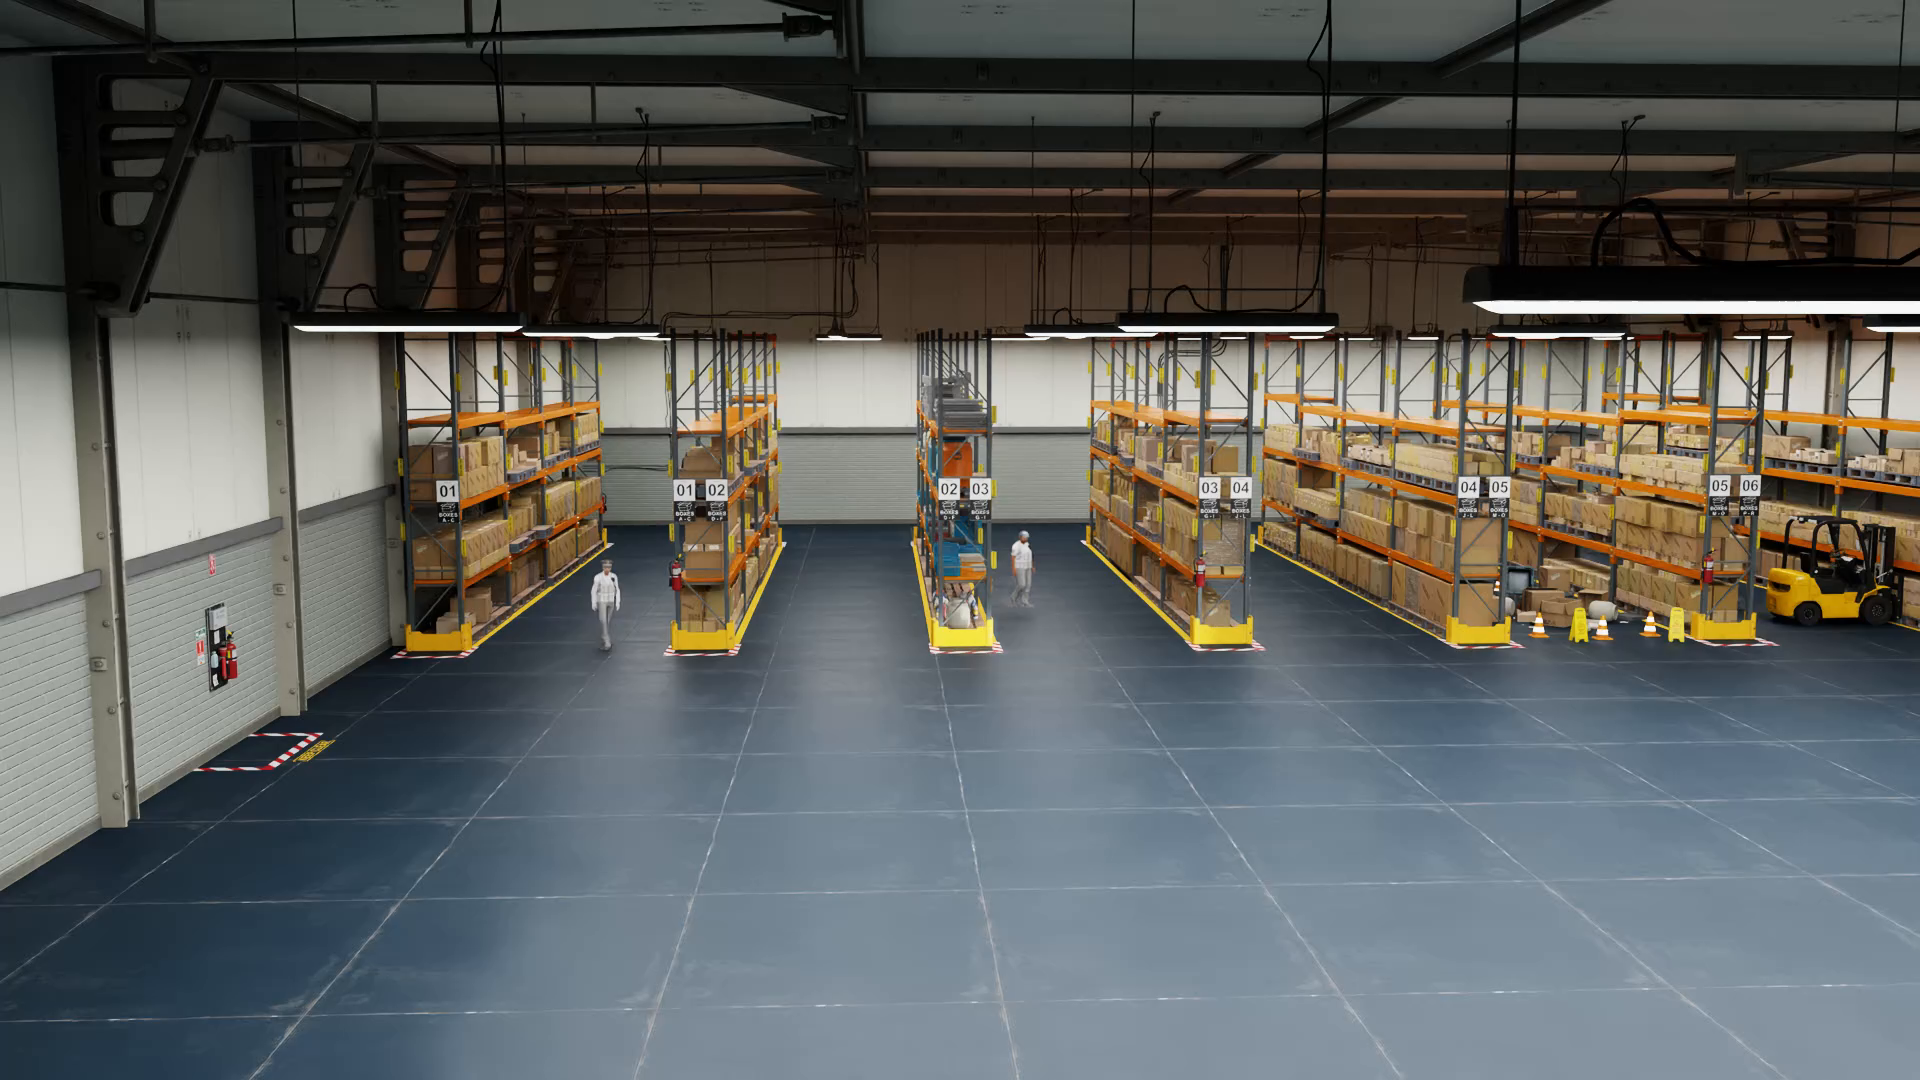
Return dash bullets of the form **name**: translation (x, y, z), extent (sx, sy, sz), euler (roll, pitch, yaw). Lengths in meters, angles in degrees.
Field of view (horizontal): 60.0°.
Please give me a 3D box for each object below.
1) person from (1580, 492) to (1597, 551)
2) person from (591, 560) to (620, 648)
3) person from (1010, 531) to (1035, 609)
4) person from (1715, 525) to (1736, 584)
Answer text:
- **person**: translation (17.385, -0.496, 45.799), extent (0.451, 1.681, 0.579), euler (-5, 8, -37)
- **person**: translation (-6.695, 1.182, 31.527), extent (0.508, 1.619, 0.952), euler (-5, 9, -38)
- **person**: translation (1.344, 0.639, 35.965), extent (0.436, 1.678, 0.530), euler (6, 9, 42)
- **person**: translation (16.840, 0.587, 36.364), extent (0.563, 1.833, 0.607), euler (-1, 7, -9)
